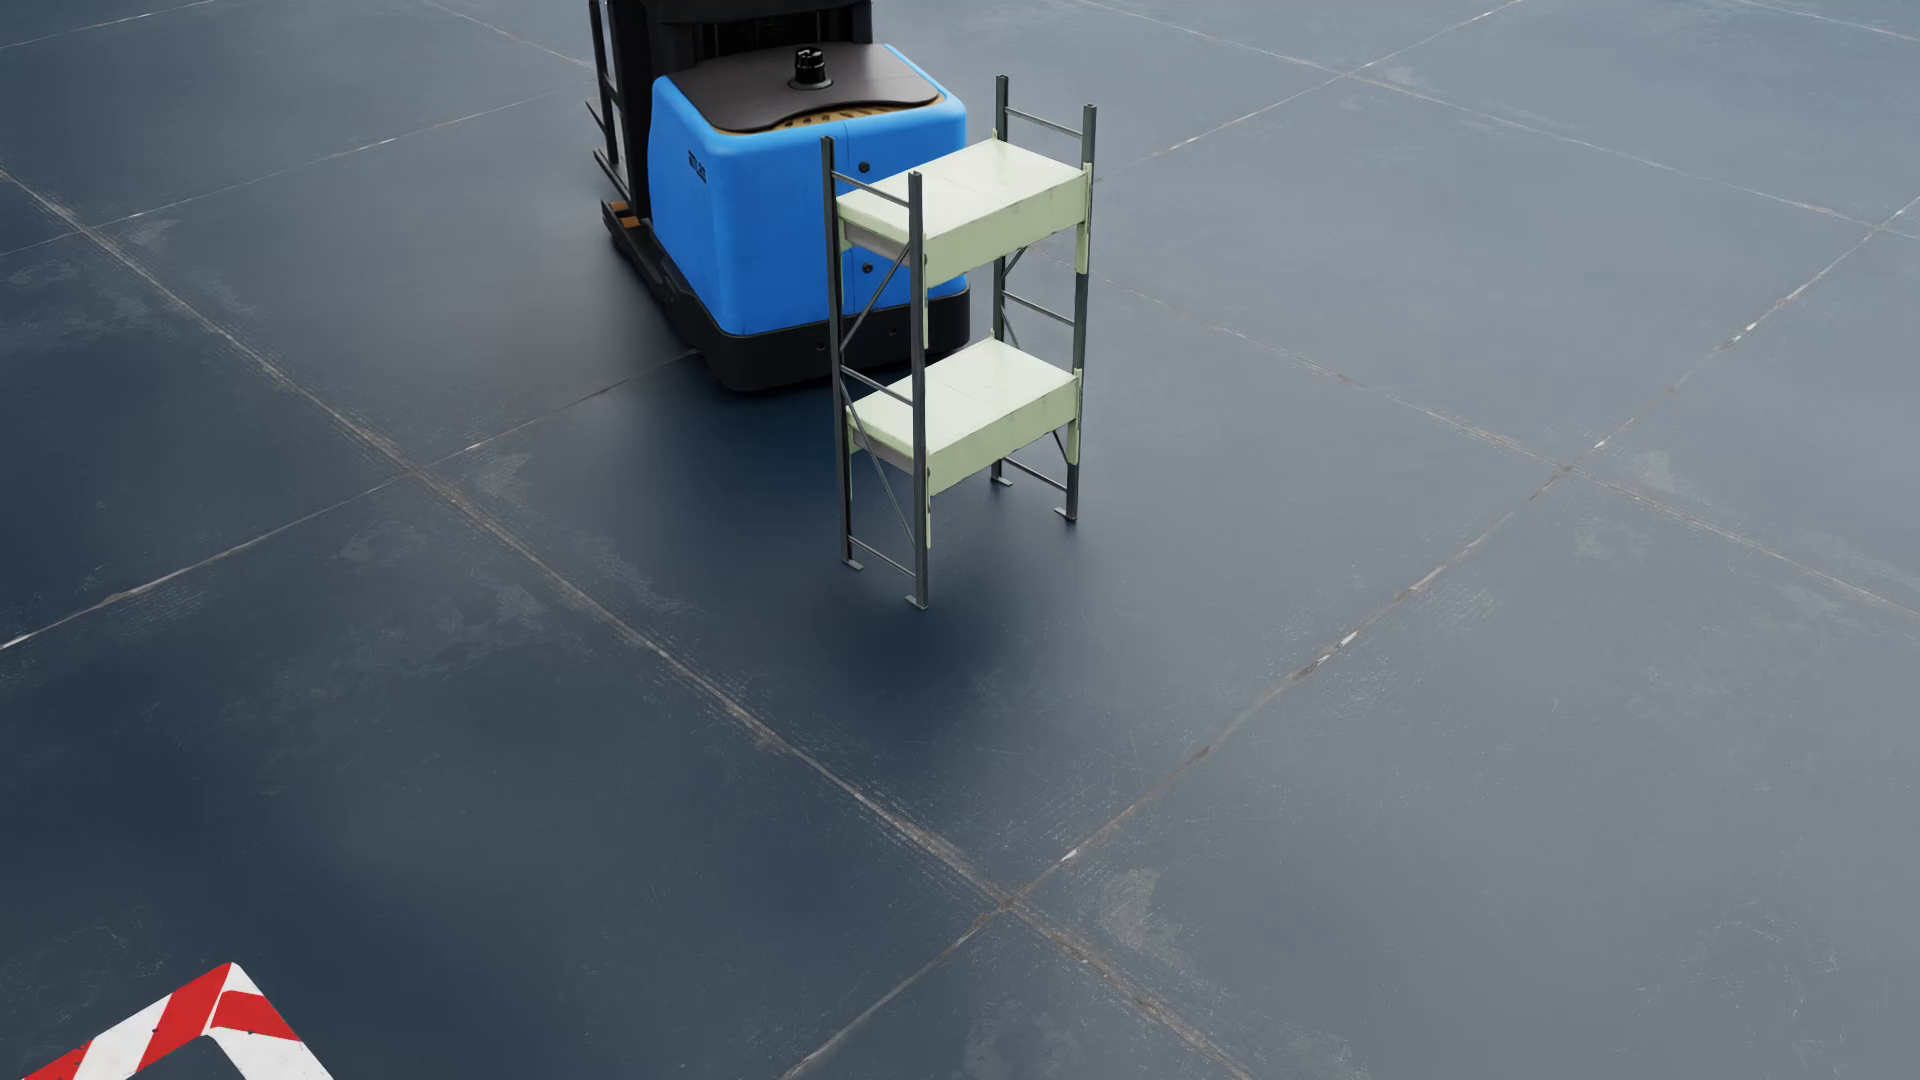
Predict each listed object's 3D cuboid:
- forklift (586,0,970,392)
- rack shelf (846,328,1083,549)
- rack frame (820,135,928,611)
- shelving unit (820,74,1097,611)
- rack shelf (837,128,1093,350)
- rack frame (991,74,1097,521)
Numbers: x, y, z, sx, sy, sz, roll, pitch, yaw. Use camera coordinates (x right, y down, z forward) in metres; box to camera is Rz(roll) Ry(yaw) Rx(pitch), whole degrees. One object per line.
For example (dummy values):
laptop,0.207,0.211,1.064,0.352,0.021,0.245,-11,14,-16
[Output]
forklift,-1.021,-2.610,6.930,1.130,2.935,3.031,-14,37,-20
rack shelf,0.005,-0.350,5.511,0.431,0.370,0.720,30,45,35
rack frame,-0.253,-0.469,5.112,0.400,1.500,0.023,30,45,35
shelving unit,0.005,-0.618,5.325,0.431,1.500,0.755,30,45,35
rack shelf,0.005,-0.938,5.102,0.431,0.370,0.720,30,45,35
rack frame,0.263,-0.766,5.538,0.400,1.500,0.023,30,45,35
